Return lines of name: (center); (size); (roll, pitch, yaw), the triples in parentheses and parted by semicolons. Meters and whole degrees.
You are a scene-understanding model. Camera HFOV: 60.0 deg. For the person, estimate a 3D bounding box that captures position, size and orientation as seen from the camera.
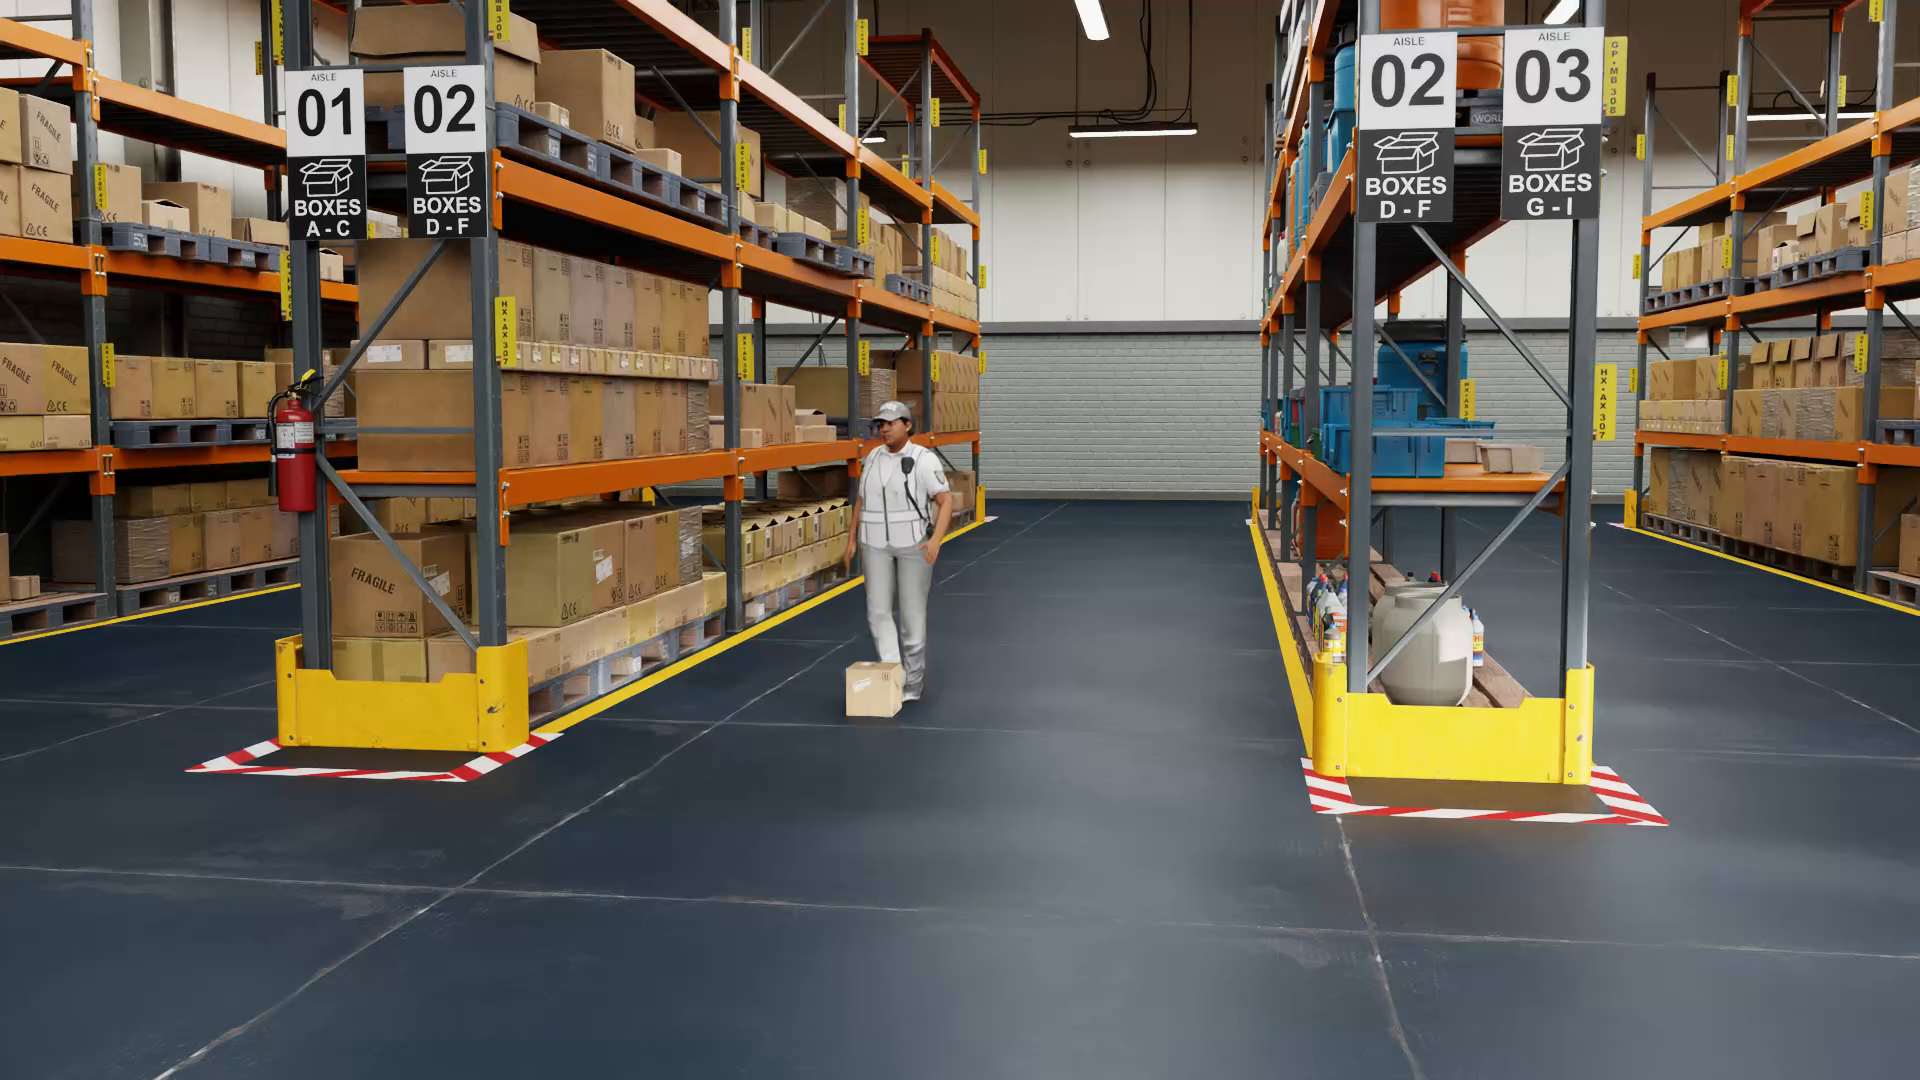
person: (-0.373, 0.102, 9.125); (0.655, 1.726, 0.563); (1, 5, 14)
